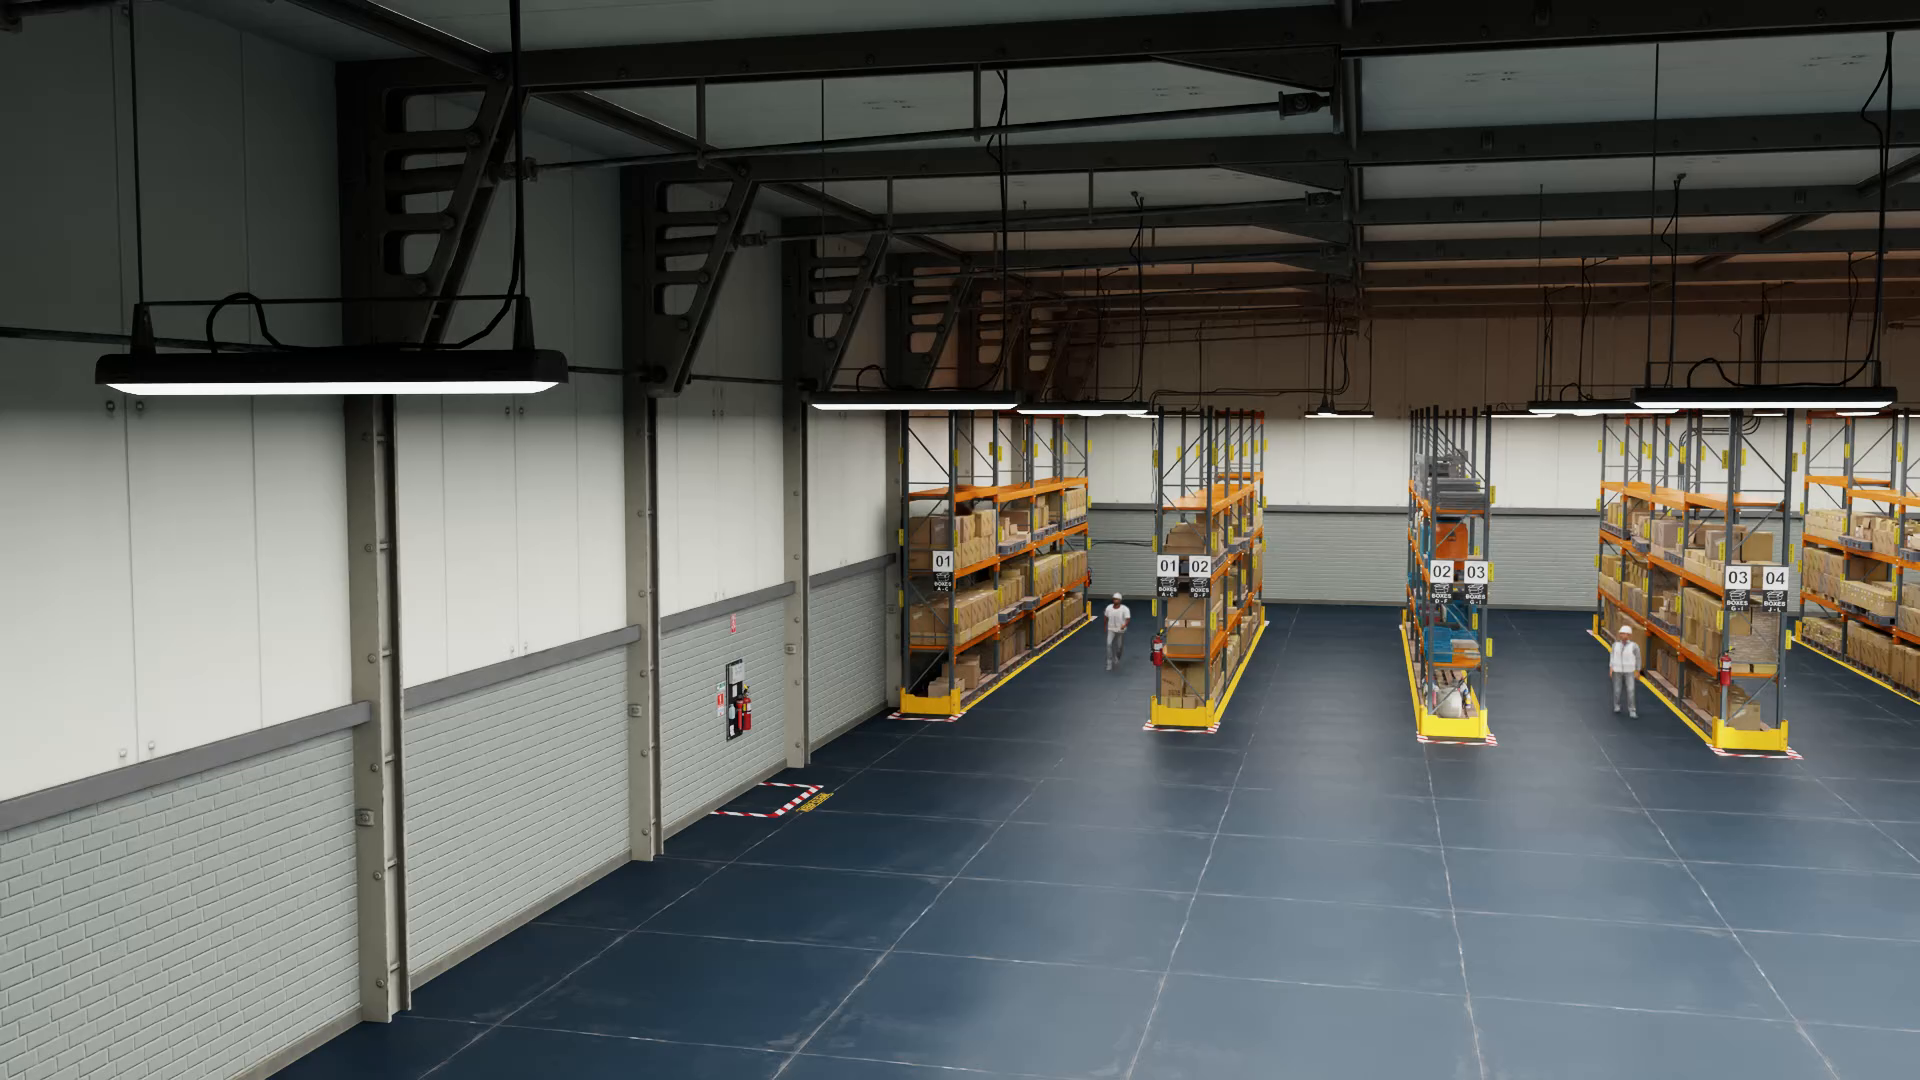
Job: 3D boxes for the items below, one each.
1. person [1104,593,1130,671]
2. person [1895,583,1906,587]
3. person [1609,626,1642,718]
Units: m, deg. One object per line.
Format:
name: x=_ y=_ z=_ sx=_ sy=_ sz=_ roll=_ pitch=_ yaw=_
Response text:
person: x=3.625 y=2.103 z=38.570 sx=0.637 sy=1.747 sz=1.003 roll=1 pitch=4 yaw=12
person: x=23.718 y=1.876 z=41.957 sx=0.358 sy=1.686 sz=0.469 roll=3 pitch=5 yaw=32
person: x=12.900 y=2.529 z=32.238 sx=0.586 sy=1.724 sz=0.947 roll=1 pitch=4 yaw=19
